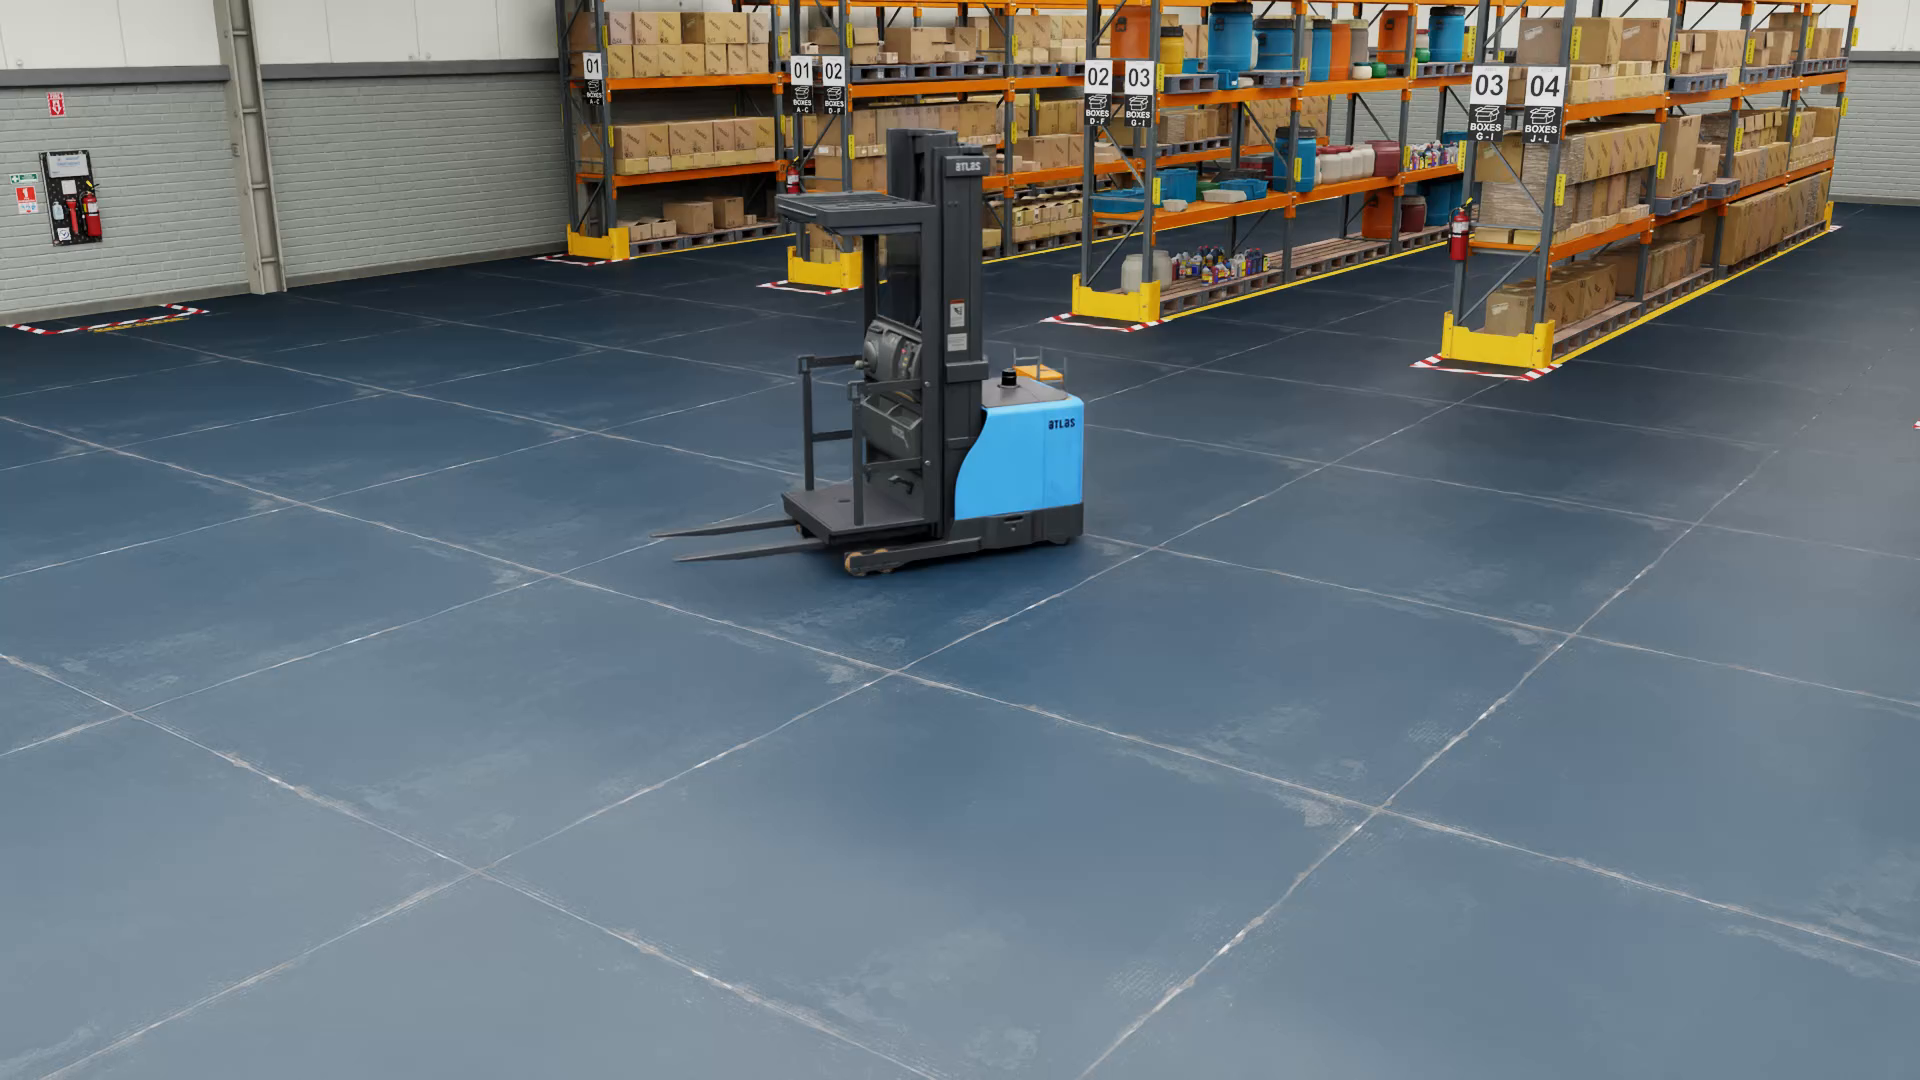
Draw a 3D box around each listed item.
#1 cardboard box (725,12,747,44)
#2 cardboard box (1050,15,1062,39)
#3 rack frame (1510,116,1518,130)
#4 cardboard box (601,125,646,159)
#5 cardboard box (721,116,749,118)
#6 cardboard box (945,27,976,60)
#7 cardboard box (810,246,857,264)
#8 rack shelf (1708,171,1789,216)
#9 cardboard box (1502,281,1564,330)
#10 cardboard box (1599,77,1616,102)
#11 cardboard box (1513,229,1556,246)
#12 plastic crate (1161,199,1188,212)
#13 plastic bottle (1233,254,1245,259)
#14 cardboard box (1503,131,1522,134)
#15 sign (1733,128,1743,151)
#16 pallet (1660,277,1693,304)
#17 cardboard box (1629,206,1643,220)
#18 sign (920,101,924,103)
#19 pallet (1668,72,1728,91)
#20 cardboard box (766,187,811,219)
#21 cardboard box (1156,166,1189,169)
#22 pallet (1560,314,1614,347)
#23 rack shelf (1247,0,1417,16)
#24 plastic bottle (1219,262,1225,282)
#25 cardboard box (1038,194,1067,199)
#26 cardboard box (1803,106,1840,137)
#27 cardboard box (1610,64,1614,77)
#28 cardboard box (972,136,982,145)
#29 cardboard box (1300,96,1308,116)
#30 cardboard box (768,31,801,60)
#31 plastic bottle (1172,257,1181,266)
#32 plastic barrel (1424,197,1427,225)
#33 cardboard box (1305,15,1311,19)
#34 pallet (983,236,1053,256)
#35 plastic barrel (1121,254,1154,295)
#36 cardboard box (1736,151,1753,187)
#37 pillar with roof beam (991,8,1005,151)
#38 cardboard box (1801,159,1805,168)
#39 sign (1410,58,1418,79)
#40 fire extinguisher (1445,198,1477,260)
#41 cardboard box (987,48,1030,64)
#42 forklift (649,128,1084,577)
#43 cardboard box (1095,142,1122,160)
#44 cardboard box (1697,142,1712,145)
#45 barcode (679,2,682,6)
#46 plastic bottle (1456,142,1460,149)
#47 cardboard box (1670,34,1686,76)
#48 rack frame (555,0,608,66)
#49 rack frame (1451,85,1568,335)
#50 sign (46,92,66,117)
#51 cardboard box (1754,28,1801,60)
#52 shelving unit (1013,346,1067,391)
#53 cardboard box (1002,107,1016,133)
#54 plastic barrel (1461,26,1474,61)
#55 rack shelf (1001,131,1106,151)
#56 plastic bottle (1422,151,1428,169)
[{"bbox_3d":[-3.967,-8.679,28.187,0.500,0.500,0.500,14,22,38],"label":"cardboard box"},{"bbox_3d":[1.850,-11.005,35.677,0.500,0.500,0.500,12,21,34],"label":"cardboard box"},{"bbox_3d":[11.540,-8.119,33.331,1.000,3.000,0.127,12,21,35],"label":"rack frame"},{"bbox_3d":[-5.424,-6.416,26.800,0.500,0.500,0.500,12,21,35],"label":"cardboard box"},{"bbox_3d":[-4.014,-7.233,29.431,0.500,0.500,0.500,12,21,33],"label":"cardboard box"},{"bbox_3d":[-0.098,-7.812,26.170,0.500,0.500,0.500,15,22,39],"label":"cardboard box"},{"bbox_3d":[-1.887,-4.252,24.806,0.500,0.250,0.500,12,21,35],"label":"cardboard box"},{"bbox_3d":[11.943,-5.471,26.018,1.077,0.370,4.000,12,21,35],"label":"rack shelf"},{"bbox_3d":[6.699,-2.734,19.497,0.500,0.500,0.500,-13,22,-36],"label":"cardboard box"},{"bbox_3d":[7.080,-5.104,18.818,0.500,0.250,0.500,12,21,34],"label":"cardboard box"},{"bbox_3d":[6.346,-3.339,18.362,0.380,0.149,0.250,12,21,35],"label":"cardboard box"},{"bbox_3d":[2.798,-4.339,21.602,0.298,0.136,0.250,12,21,35],"label":"plastic crate"},{"bbox_3d":[3.990,-3.941,23.726,0.152,0.276,0.135,12,21,35],"label":"plastic bottle"},{"bbox_3d":[6.407,-4.395,18.983,0.500,0.500,0.500,12,21,35],"label":"cardboard box"},{"bbox_3d":[11.193,-5.760,23.916,0.100,0.325,0.005,12,21,35],"label":"sign"},{"bbox_3d":[9.557,-3.532,23.261,1.003,0.211,1.213,12,21,35],"label":"pallet"},{"bbox_3d":[8.319,-4.105,20.828,0.380,0.149,0.250,12,21,35],"label":"cardboard box"},{"bbox_3d":[-0.742,-8.386,32.371,0.100,0.325,0.005,12,21,35],"label":"sign"},{"bbox_3d":[9.437,-6.104,22.102,1.213,0.211,1.003,12,21,35],"label":"pallet"},{"bbox_3d":[-3.141,-6.206,30.645,0.700,0.500,0.500,13,22,37],"label":"cardboard box"},{"bbox_3d":[4.101,-7.107,32.280,0.500,0.250,0.500,12,21,35],"label":"cardboard box"},{"bbox_3d":[7.270,-2.596,20.248,1.003,0.211,1.213,12,21,35],"label":"pallet"},{"bbox_3d":[5.582,-8.068,24.938,1.077,0.370,4.000,12,21,35],"label":"rack shelf"},{"bbox_3d":[3.601,-3.698,22.952,0.097,0.271,0.097,0,17,0],"label":"plastic bottle"},{"bbox_3d":[1.638,-5.925,29.247,0.500,0.311,0.500,12,21,33],"label":"cardboard box"},{"bbox_3d":[15.439,-7.510,29.857,0.500,0.500,0.500,13,21,35],"label":"cardboard box"},{"bbox_3d":[7.248,-5.381,19.035,0.380,0.149,0.250,12,21,34],"label":"cardboard box"},{"bbox_3d":[0.121,-6.271,26.117,0.380,0.149,0.250,12,21,33],"label":"cardboard box"},{"bbox_3d":[6.914,-9.121,34.704,0.500,0.500,0.500,13,22,36],"label":"cardboard box"},{"bbox_3d":[-3.176,-8.809,29.617,0.500,0.500,0.500,16,24,42],"label":"cardboard box"},{"bbox_3d":[3.004,-3.821,23.341,0.152,0.276,0.135,12,21,33],"label":"plastic bottle"},{"bbox_3d":[7.989,-5.765,29.237,0.421,0.512,0.421,0,17,0],"label":"plastic barrel"},{"bbox_3d":[6.905,-10.724,34.806,0.700,0.500,0.500,12,21,35],"label":"cardboard box"},{"bbox_3d":[0.822,-4.988,27.950,1.003,0.211,1.213,12,21,35],"label":"pallet"},{"bbox_3d":[2.338,-3.491,21.915,0.421,0.512,0.421,0,17,0],"label":"plastic barrel"},{"bbox_3d":[11.565,-5.577,24.977,0.500,0.500,0.500,12,21,33],"label":"cardboard box"},{"bbox_3d":[4.380,-11.341,33.591,9.100,9.000,0.400,12,21,35],"label":"pillar with roof beam"},{"bbox_3d":[14.046,-6.371,28.126,0.380,0.149,0.250,12,21,33],"label":"cardboard box"},{"bbox_3d":[7.219,-7.501,26.459,0.100,0.325,0.005,12,21,35],"label":"sign"},{"bbox_3d":[5.546,-3.450,18.427,0.296,0.674,0.183,12,21,35],"label":"fire extinguisher"},{"bbox_3d":[0.789,-7.844,26.931,0.500,0.250,0.500,15,23,40],"label":"cardboard box"},{"bbox_3d":[-0.657,-1.325,11.567,3.031,2.935,1.130,-8,19,-23],"label":"forklift"},{"bbox_3d":[2.546,-6.969,29.776,0.500,0.311,0.500,14,22,38],"label":"cardboard box"},{"bbox_3d":[10.462,-5.451,23.863,0.500,0.500,0.500,10,20,28],"label":"cardboard box"},{"bbox_3d":[-4.740,-9.096,28.217,0.001,0.075,0.075,12,21,35],"label":"barcode"},{"bbox_3d":[8.762,-6.822,29.238,0.144,0.351,0.185,12,21,35],"label":"plastic bottle"},{"bbox_3d":[8.727,-6.163,21.091,0.797,0.503,0.637,11,20,32],"label":"cardboard box"},{"bbox_3d":[-5.950,-8.924,25.807,1.000,3.000,0.127,12,21,35],"label":"rack frame"},{"bbox_3d":[5.984,-3.433,18.241,1.000,3.000,0.127,12,21,35],"label":"rack frame"},{"bbox_3d":[-11.390,-5.490,20.957,0.001,0.298,0.199,12,21,35],"label":"sign"},{"bbox_3d":[13.553,-8.217,27.543,0.700,0.500,0.500,11,20,31],"label":"cardboard box"},{"bbox_3d":[0.614,-0.872,13.027,0.258,1.200,0.503,-6,18,-19],"label":"shelving unit"},{"bbox_3d":[0.832,-8.839,34.945,0.500,0.500,0.500,13,21,35],"label":"cardboard box"},{"bbox_3d":[8.776,-8.636,28.913,0.600,0.588,0.600,0,17,0],"label":"plastic barrel"},{"bbox_3d":[2.392,-9.050,37.541,1.077,0.370,4.000,12,21,35],"label":"rack shelf"},{"bbox_3d":[7.820,-6.393,27.969,0.061,0.283,0.133,12,21,35],"label":"plastic bottle"}]
